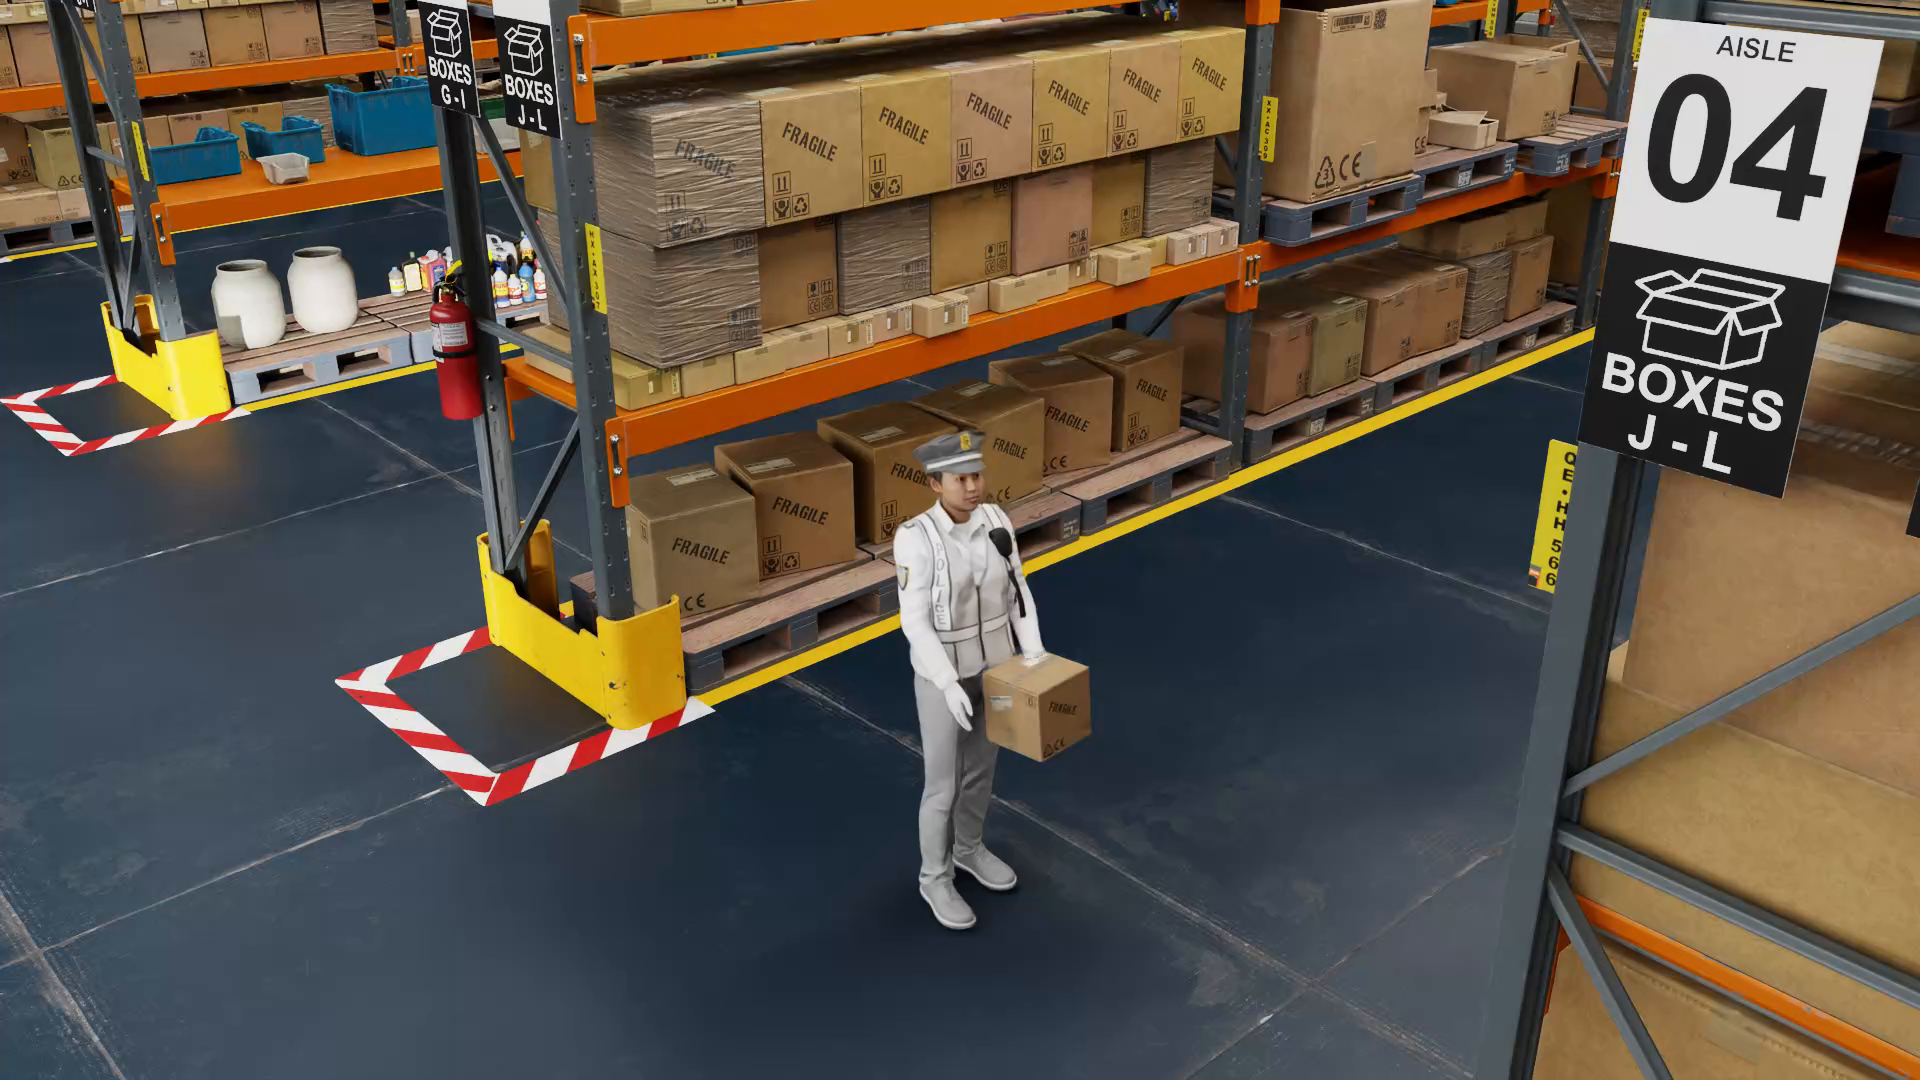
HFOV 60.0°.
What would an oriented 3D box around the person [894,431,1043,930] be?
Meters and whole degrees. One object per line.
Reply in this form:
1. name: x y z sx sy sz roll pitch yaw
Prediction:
1. person: 0.034 0.441 5.586 0.493 1.701 0.486 -15 29 -30
